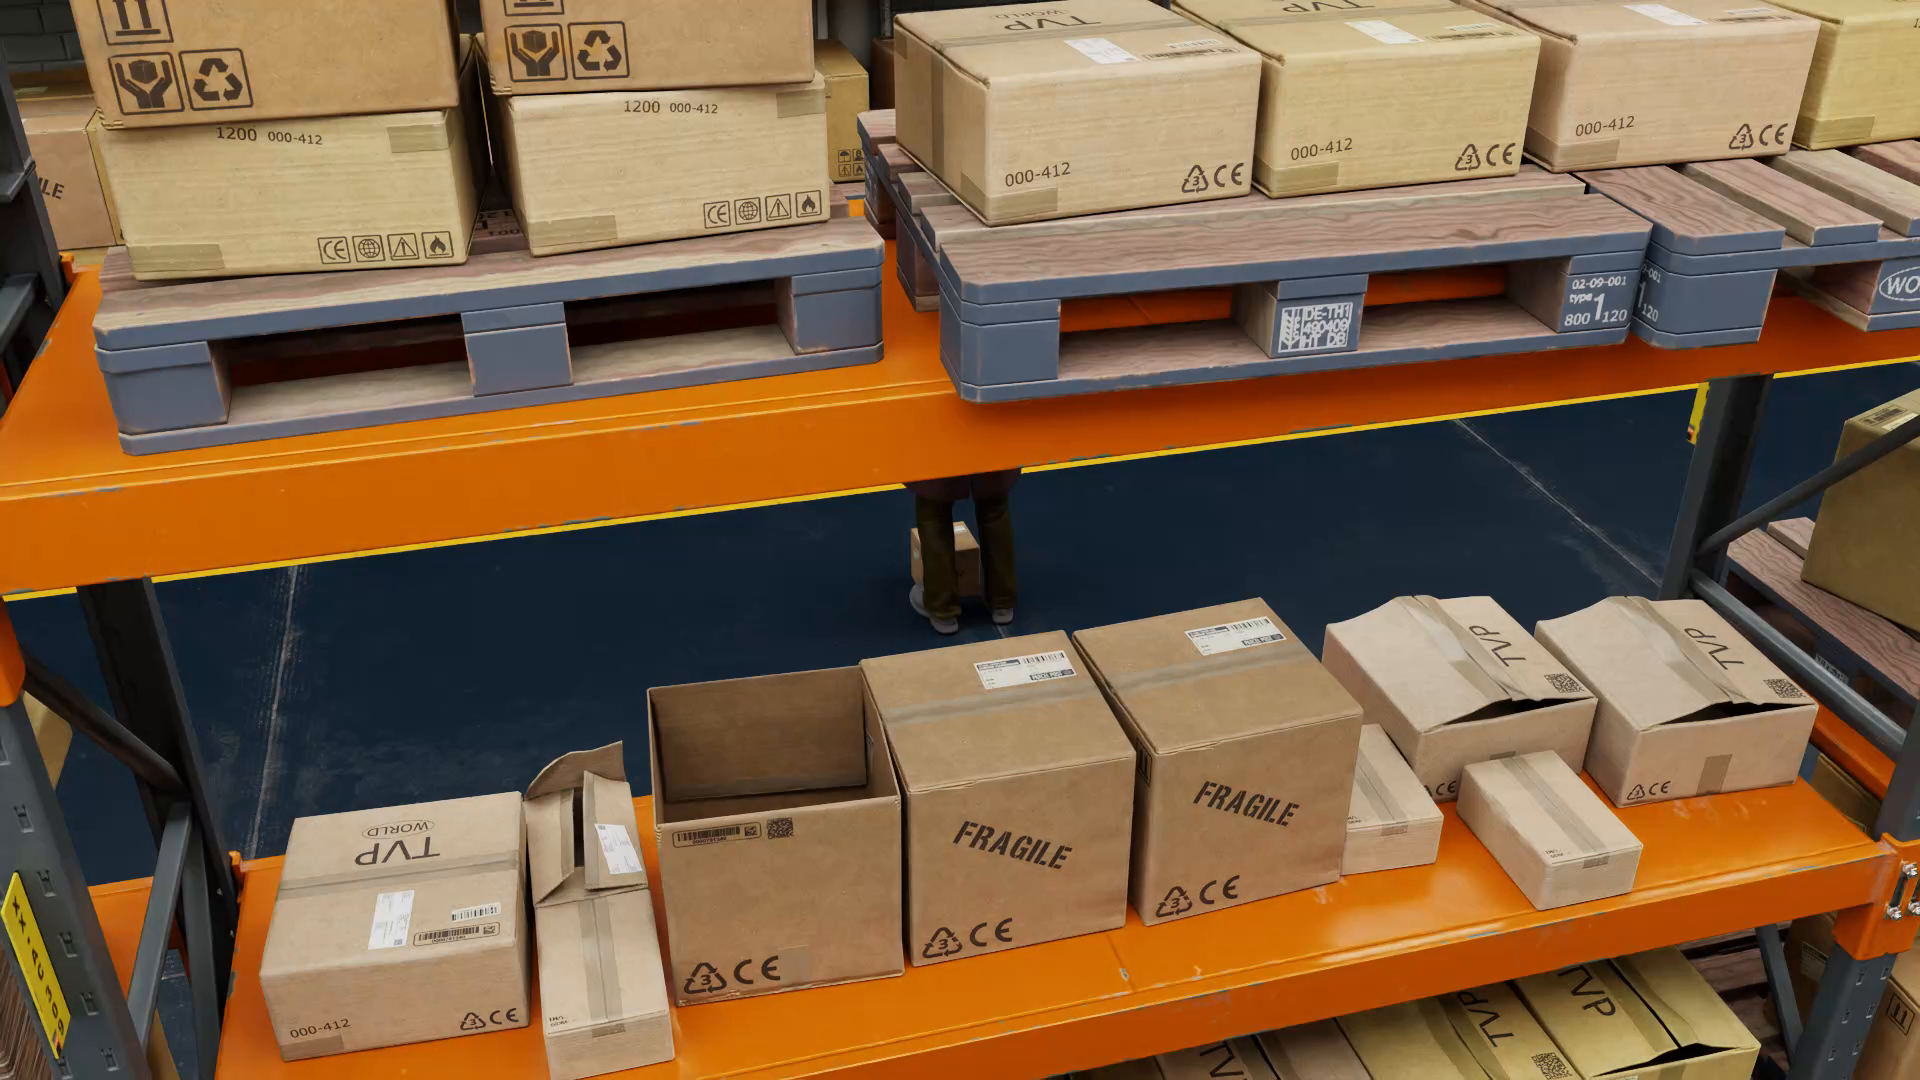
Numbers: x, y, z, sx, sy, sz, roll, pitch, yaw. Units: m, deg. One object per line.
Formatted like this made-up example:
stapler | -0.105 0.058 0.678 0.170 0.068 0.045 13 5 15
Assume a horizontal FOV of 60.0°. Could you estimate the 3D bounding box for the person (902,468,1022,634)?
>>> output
person | 0.003 -0.445 6.920 0.646 1.774 0.419 -8 31 -14
